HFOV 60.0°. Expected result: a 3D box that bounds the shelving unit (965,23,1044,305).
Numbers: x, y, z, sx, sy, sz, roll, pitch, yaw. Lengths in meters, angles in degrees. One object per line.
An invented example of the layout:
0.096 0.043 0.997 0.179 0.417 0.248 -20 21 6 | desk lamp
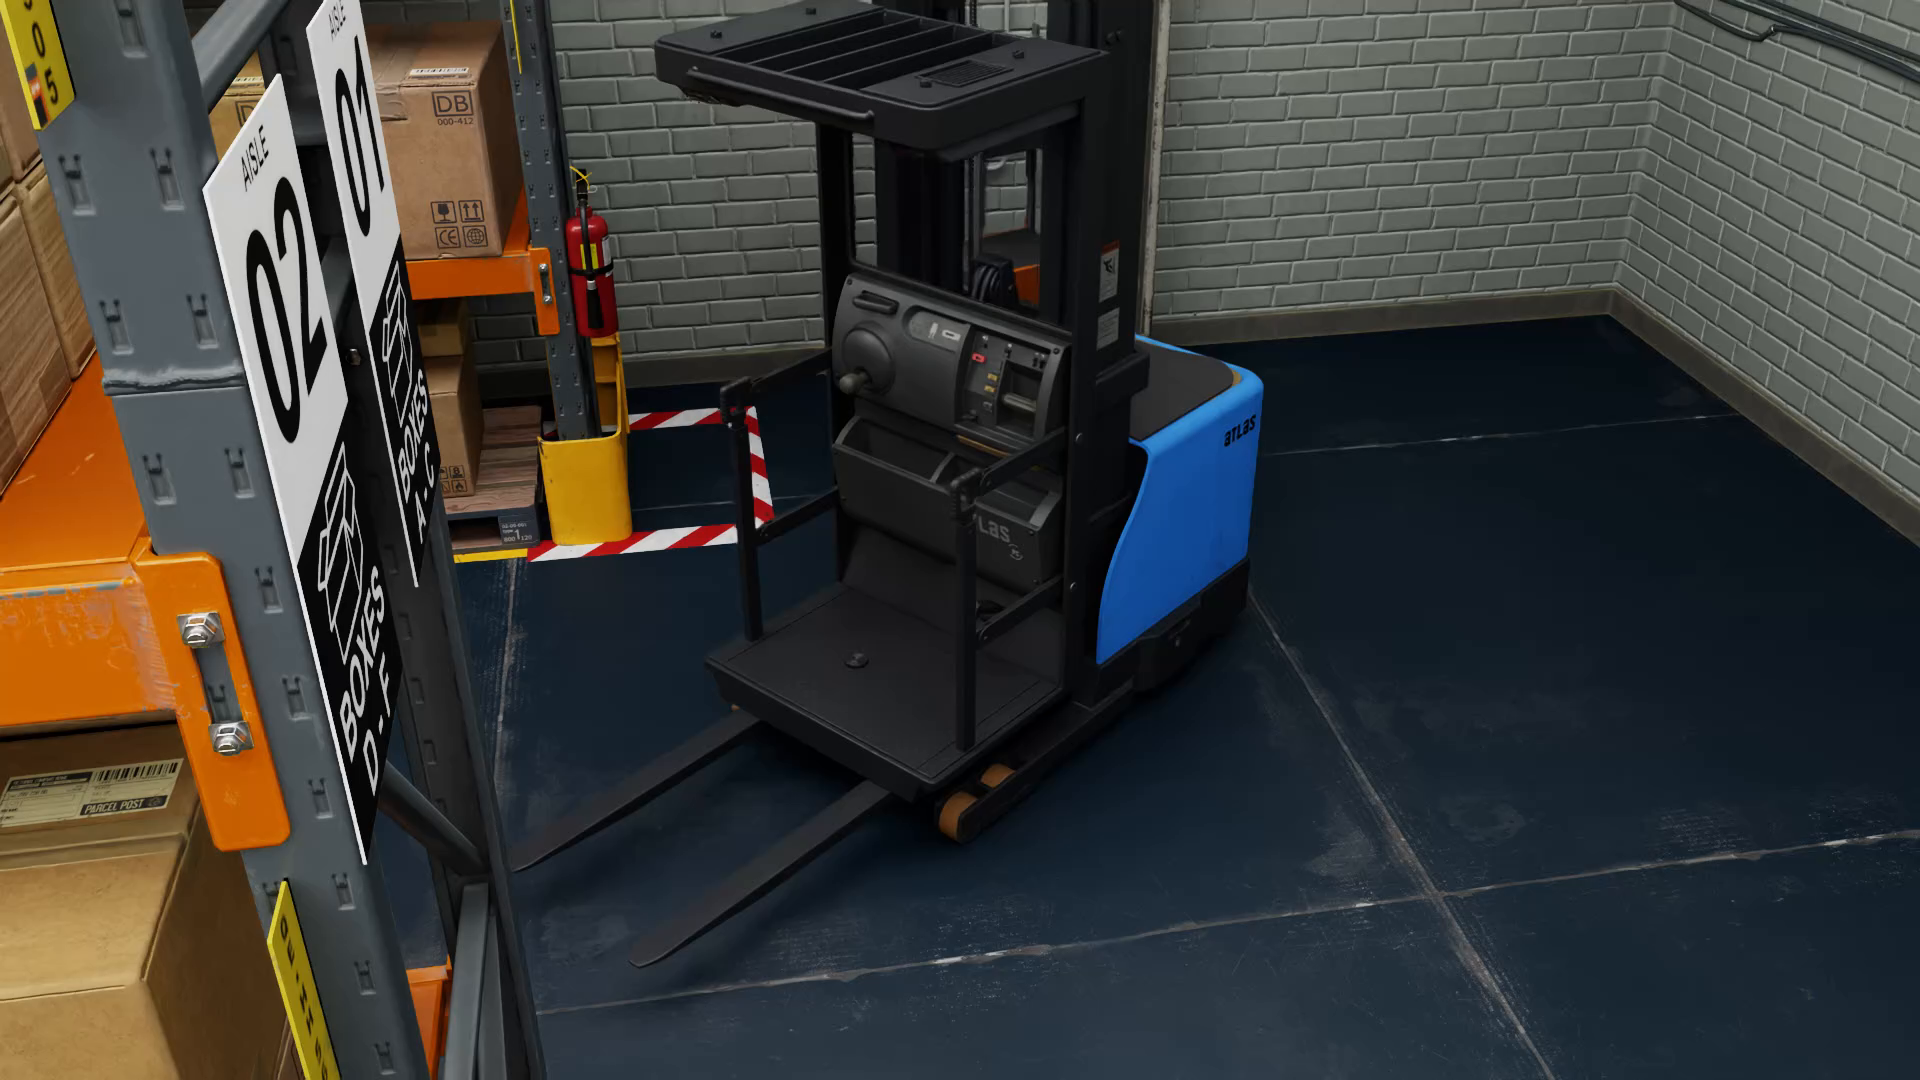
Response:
0.185 -0.995 6.870 0.503 2.100 0.431 -17 35 -27 | shelving unit

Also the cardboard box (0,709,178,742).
-1.314 0.338 2.630 0.500 0.500 0.500 -4 31 -7 | cardboard box

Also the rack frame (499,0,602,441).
-1.726 -1.566 6.954 0.127 3.000 1.000 -5 31 -9 | rack frame

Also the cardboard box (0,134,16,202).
-1.289 -0.367 1.610 0.500 0.250 0.500 -5 31 -9 | cardboard box

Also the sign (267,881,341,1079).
-0.750 0.546 1.907 0.005 0.325 0.100 -5 31 -9 | sign

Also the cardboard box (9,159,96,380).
-1.381 -0.405 2.168 0.500 0.250 0.500 -5 31 -9 | cardboard box

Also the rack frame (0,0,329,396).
-0.830 -1.683 1.234 0.127 3.000 1.000 -5 31 -9 | rack frame

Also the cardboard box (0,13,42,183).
-1.382 -0.624 2.046 0.500 0.250 0.500 -5 31 -9 | cardboard box

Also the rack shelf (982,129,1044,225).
0.187 -1.586 6.520 0.480 0.518 0.431 -17 35 -27 | rack shelf

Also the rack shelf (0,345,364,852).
-2.797 0.103 1.866 4.000 0.370 1.077 -5 31 -9 | rack shelf

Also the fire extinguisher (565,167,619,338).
-1.494 -1.156 6.701 0.183 0.674 0.296 -5 31 -9 | fire extinguisher

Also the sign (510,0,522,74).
-1.642 -1.896 6.139 0.005 0.325 0.100 -5 31 -9 | sign

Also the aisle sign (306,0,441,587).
-0.816 -0.370 2.355 0.004 0.787 0.394 -5 31 -9 | aisle sign

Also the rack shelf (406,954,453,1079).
-2.797 1.396 2.626 4.000 0.370 1.077 -5 31 -9 | rack shelf

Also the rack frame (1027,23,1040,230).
0.394 -1.060 6.979 0.015 2.100 0.400 -17 35 -27 | rack frame

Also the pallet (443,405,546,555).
-2.498 -0.252 7.471 1.213 0.211 1.003 -5 31 -9 | pallet

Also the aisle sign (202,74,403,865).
-0.708 -0.071 1.846 0.004 0.787 0.394 -5 31 -9 | aisle sign

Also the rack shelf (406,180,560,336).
-3.693 -1.074 6.826 4.000 0.370 1.077 -5 31 -9 | rack shelf

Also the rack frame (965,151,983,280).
-0.023 -0.931 6.760 0.015 2.100 0.400 -17 35 -27 | rack frame

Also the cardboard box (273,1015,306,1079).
-1.221 1.037 2.429 0.500 0.500 0.500 -4 31 -7 | cardboard box

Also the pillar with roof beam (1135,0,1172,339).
1.550 -2.684 2.936 0.400 9.000 9.100 -5 31 -9 | pillar with roof beam

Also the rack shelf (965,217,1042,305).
0.185 -0.983 6.877 0.480 0.518 0.431 -17 35 -27 | rack shelf

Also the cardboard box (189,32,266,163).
-2.939 -1.572 6.668 0.700 0.700 0.980 -6 31 -9 | cardboard box

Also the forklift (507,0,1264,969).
-0.189 -0.546 5.287 1.130 2.935 3.031 23 38 34 | forklift

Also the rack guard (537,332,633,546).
-1.702 -0.491 7.592 0.348 0.500 1.175 -5 31 -9 | rack guard

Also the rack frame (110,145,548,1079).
-0.830 0.903 2.755 0.127 3.000 1.000 -5 31 -9 | rack frame

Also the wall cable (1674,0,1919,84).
3.902 -3.152 6.796 0.112 2.526 3.097 -5 31 -9 | wall cable

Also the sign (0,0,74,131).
-0.750 -0.493 1.296 0.005 0.325 0.100 -5 31 -9 | sign

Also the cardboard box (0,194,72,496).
-1.288 -0.147 1.729 0.500 0.250 0.500 -5 31 -9 | cardboard box

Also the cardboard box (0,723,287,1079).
-1.218 0.607 2.173 0.500 0.500 0.500 -6 31 -9 | cardboard box

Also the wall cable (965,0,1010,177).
-0.637 -2.593 7.698 1.851 1.984 0.084 -5 31 -9 | wall cable

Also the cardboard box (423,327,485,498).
-2.396 -0.556 7.288 0.500 0.500 0.700 -5 31 -9 | cardboard box

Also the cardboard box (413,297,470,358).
-2.309 -0.947 7.313 0.250 0.149 0.380 -5 31 -9 | cardboard box

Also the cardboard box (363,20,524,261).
-2.226 -1.644 6.791 0.700 0.700 0.980 -4 31 -7 | cardboard box
